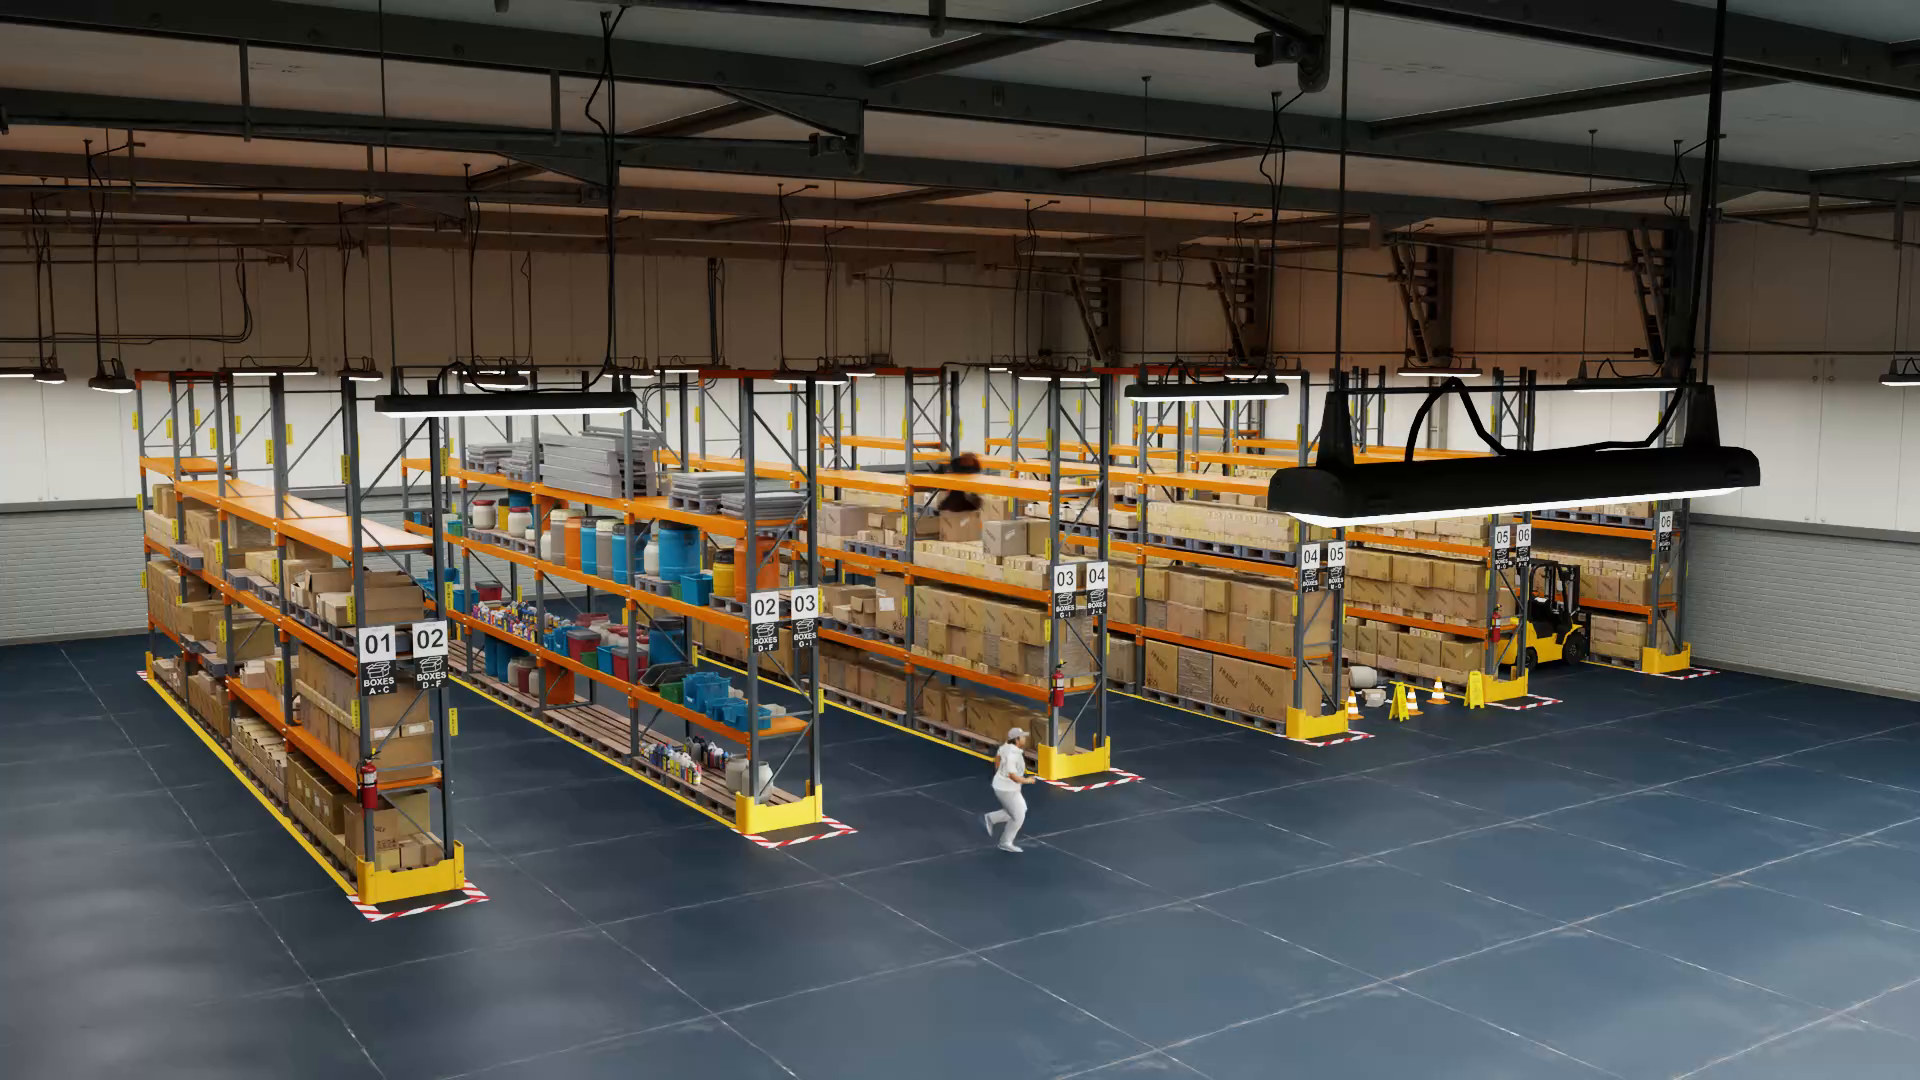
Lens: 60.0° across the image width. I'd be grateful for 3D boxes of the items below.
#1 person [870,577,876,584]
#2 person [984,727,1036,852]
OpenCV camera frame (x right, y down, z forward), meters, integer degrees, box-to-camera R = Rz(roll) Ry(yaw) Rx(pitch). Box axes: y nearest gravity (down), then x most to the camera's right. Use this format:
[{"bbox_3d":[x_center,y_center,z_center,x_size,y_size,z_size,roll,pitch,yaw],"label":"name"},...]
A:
[{"bbox_3d":[-2.144,0.605,42.992,0.667,1.784,0.684,-4,7,-29],"label":"person"},{"bbox_3d":[0.636,3.171,21.129,0.642,1.623,0.644,-1,6,-5],"label":"person"}]
